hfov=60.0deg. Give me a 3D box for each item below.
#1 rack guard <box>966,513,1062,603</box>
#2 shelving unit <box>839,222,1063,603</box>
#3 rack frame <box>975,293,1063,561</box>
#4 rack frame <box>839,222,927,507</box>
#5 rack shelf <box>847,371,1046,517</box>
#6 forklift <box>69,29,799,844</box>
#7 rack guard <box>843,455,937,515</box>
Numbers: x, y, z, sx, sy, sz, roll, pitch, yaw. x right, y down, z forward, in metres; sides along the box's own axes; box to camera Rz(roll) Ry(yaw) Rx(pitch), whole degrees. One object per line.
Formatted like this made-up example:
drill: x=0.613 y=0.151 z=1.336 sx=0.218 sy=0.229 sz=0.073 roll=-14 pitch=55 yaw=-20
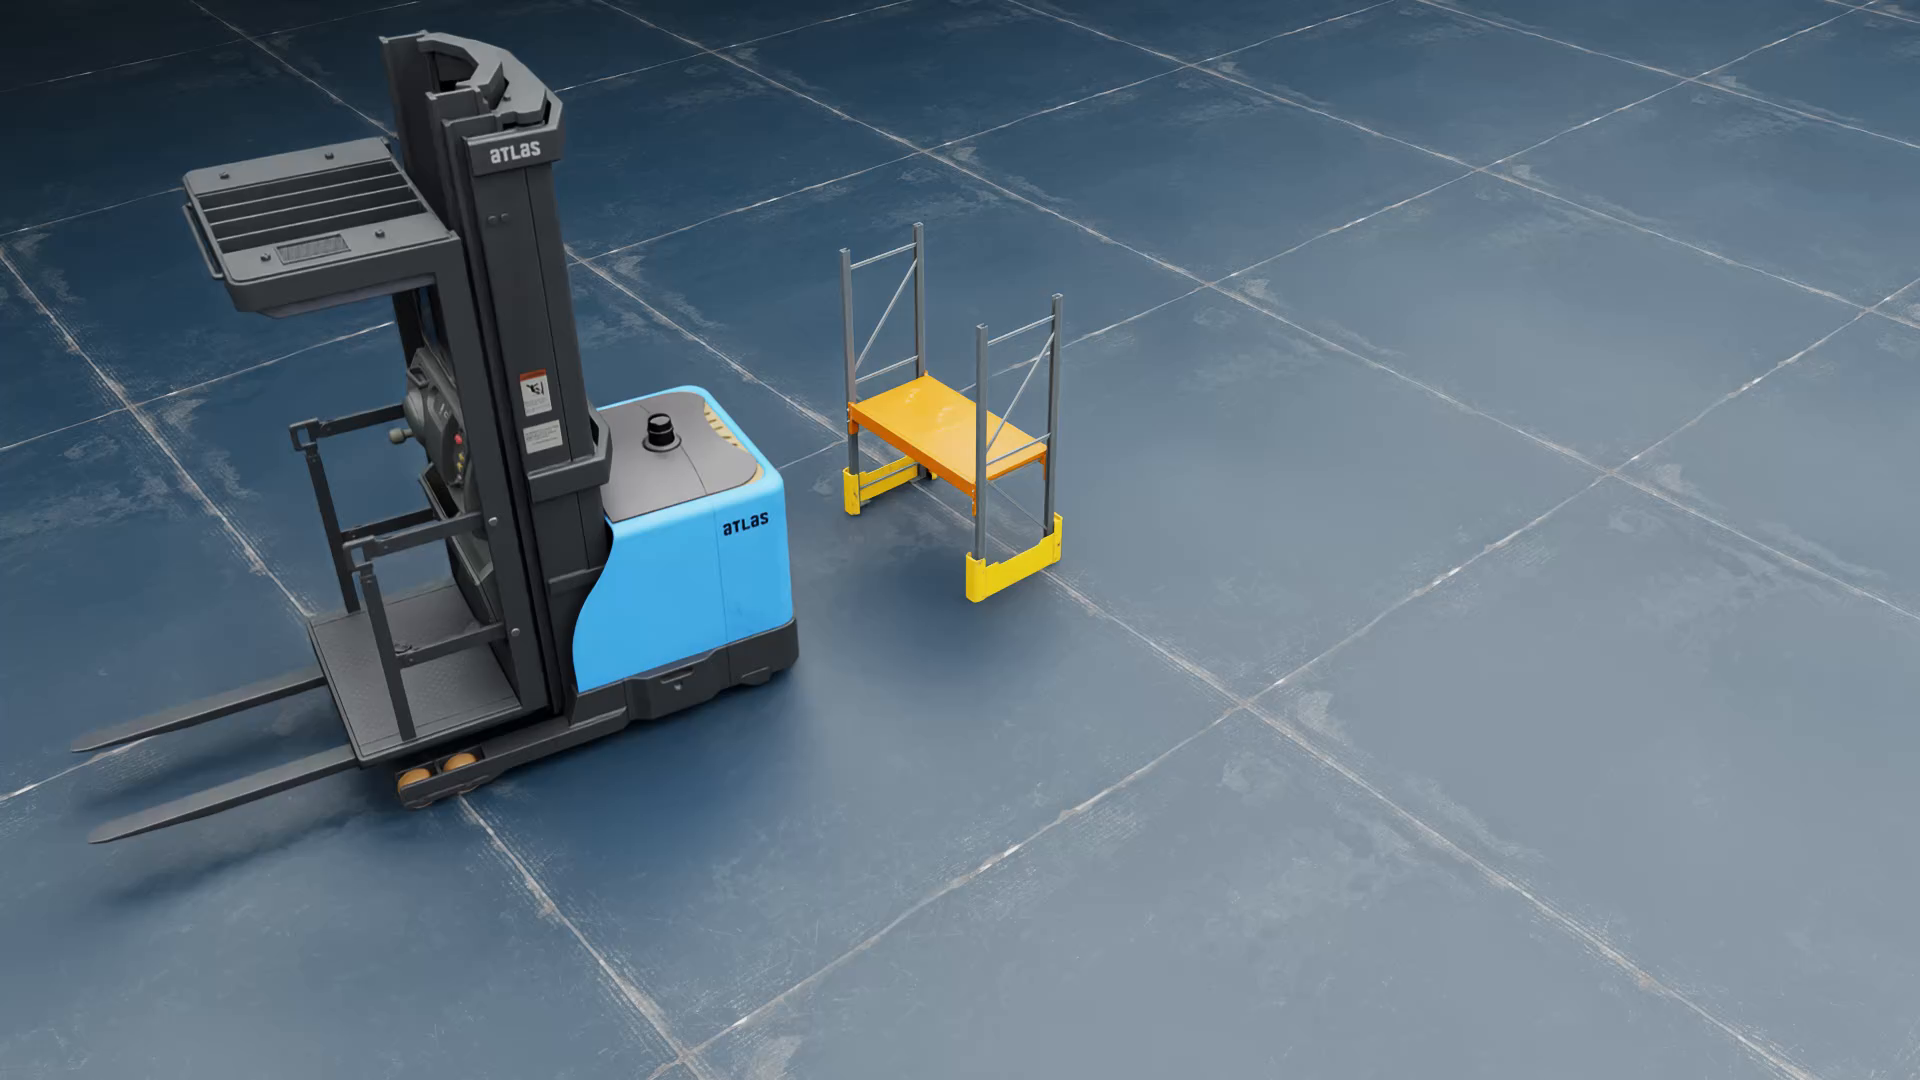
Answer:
rack guard: x=0.272 y=0.084 z=8.316 sx=0.587 sy=0.250 sz=0.087 roll=-26 pitch=43 yaw=-32
shelving unit: x=-0.049 y=-0.646 z=8.265 sx=0.587 sy=1.500 sz=1.083 roll=-26 pitch=43 yaw=-32
rack frame: x=0.273 y=-0.425 z=7.954 sx=0.500 sy=1.500 sz=0.032 roll=-26 pitch=43 yaw=-32
rack frame: x=-0.383 y=-0.874 z=8.588 sx=0.500 sy=1.500 sz=0.032 roll=-26 pitch=43 yaw=-32
rack shelf: x=-0.055 y=-0.503 z=8.375 sx=0.538 sy=0.185 sz=1.000 roll=-26 pitch=43 yaw=-32
forklift: x=-2.291 y=-0.410 z=6.694 sx=3.031 sy=2.935 sz=1.130 roll=-18 pitch=39 yaw=-24
rack guard: x=-0.371 y=-0.356 z=8.937 sx=0.587 sy=0.250 sz=0.087 roll=-26 pitch=43 yaw=-32
